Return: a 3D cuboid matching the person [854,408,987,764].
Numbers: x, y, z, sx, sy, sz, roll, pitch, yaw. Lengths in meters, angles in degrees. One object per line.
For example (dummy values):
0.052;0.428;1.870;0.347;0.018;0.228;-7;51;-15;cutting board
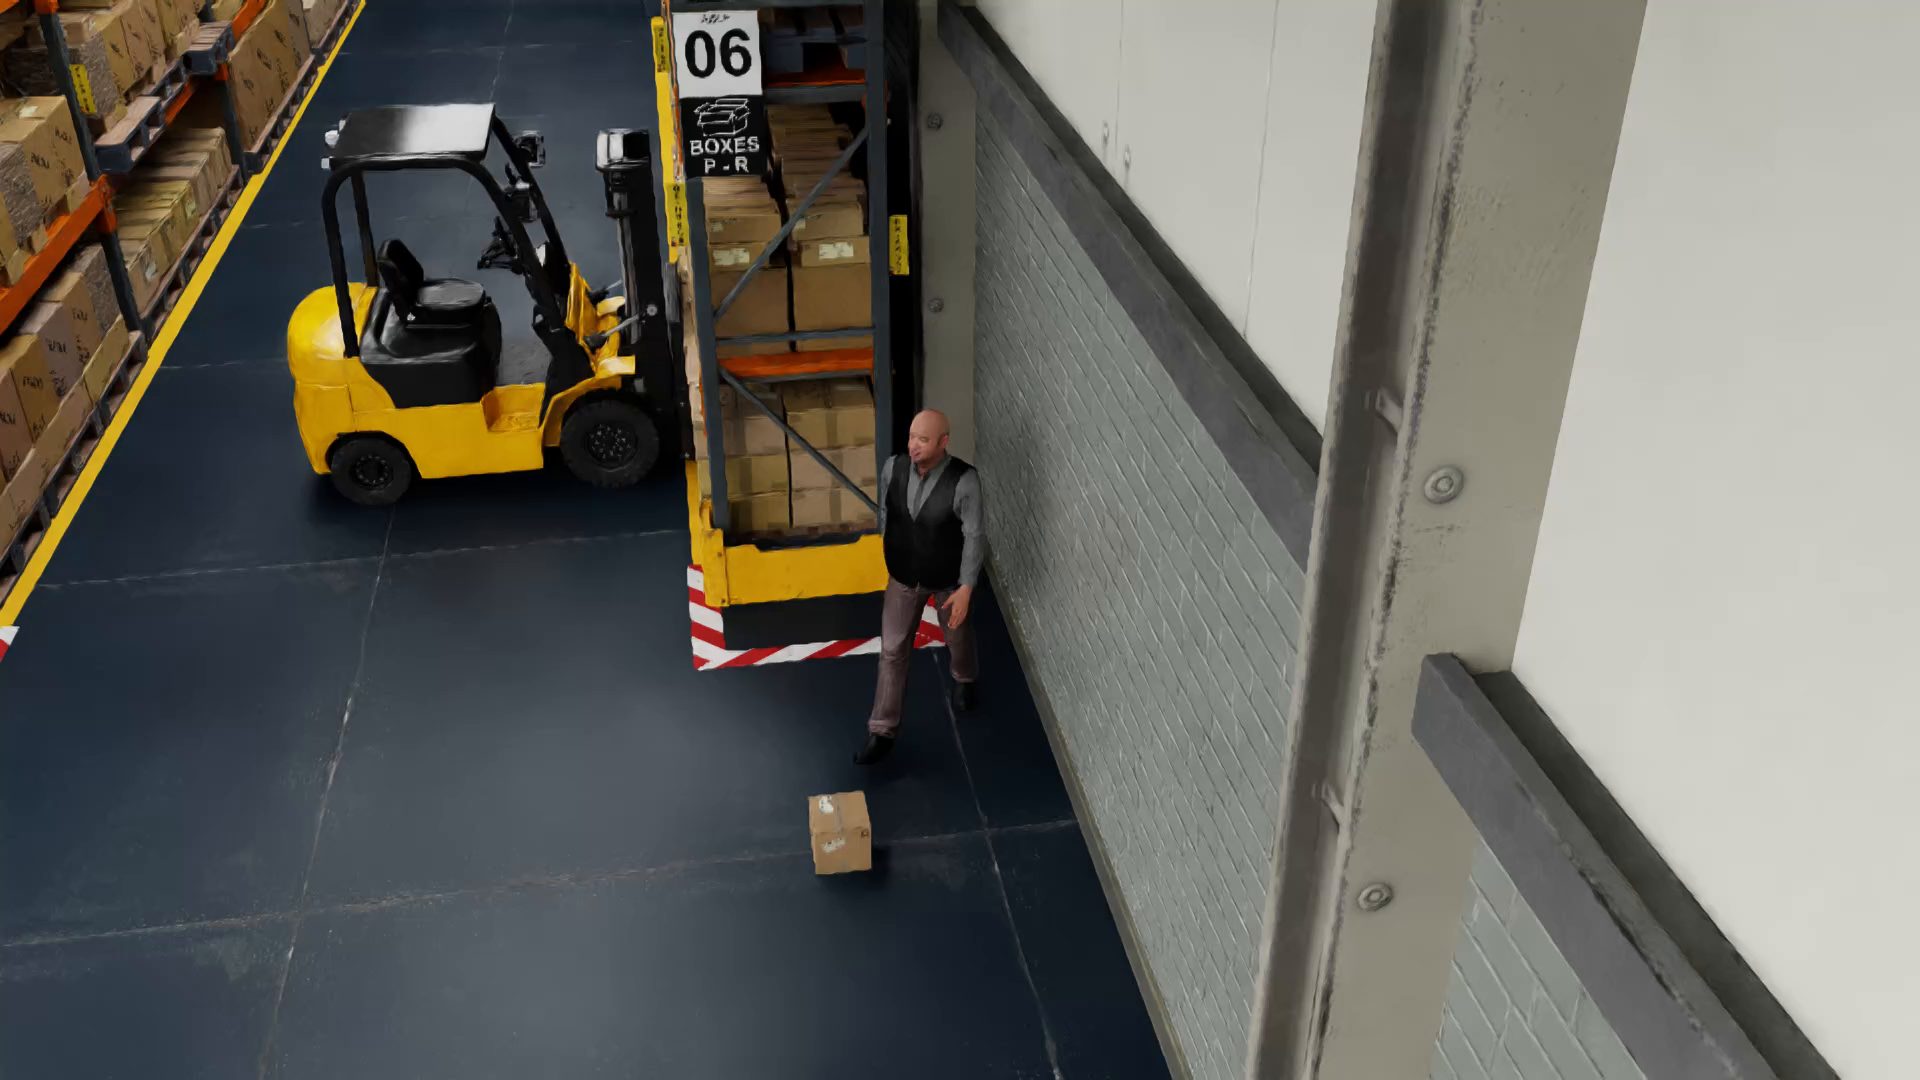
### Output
-0.169;0.207;7.792;0.575;1.678;0.952;10;32;16;person
